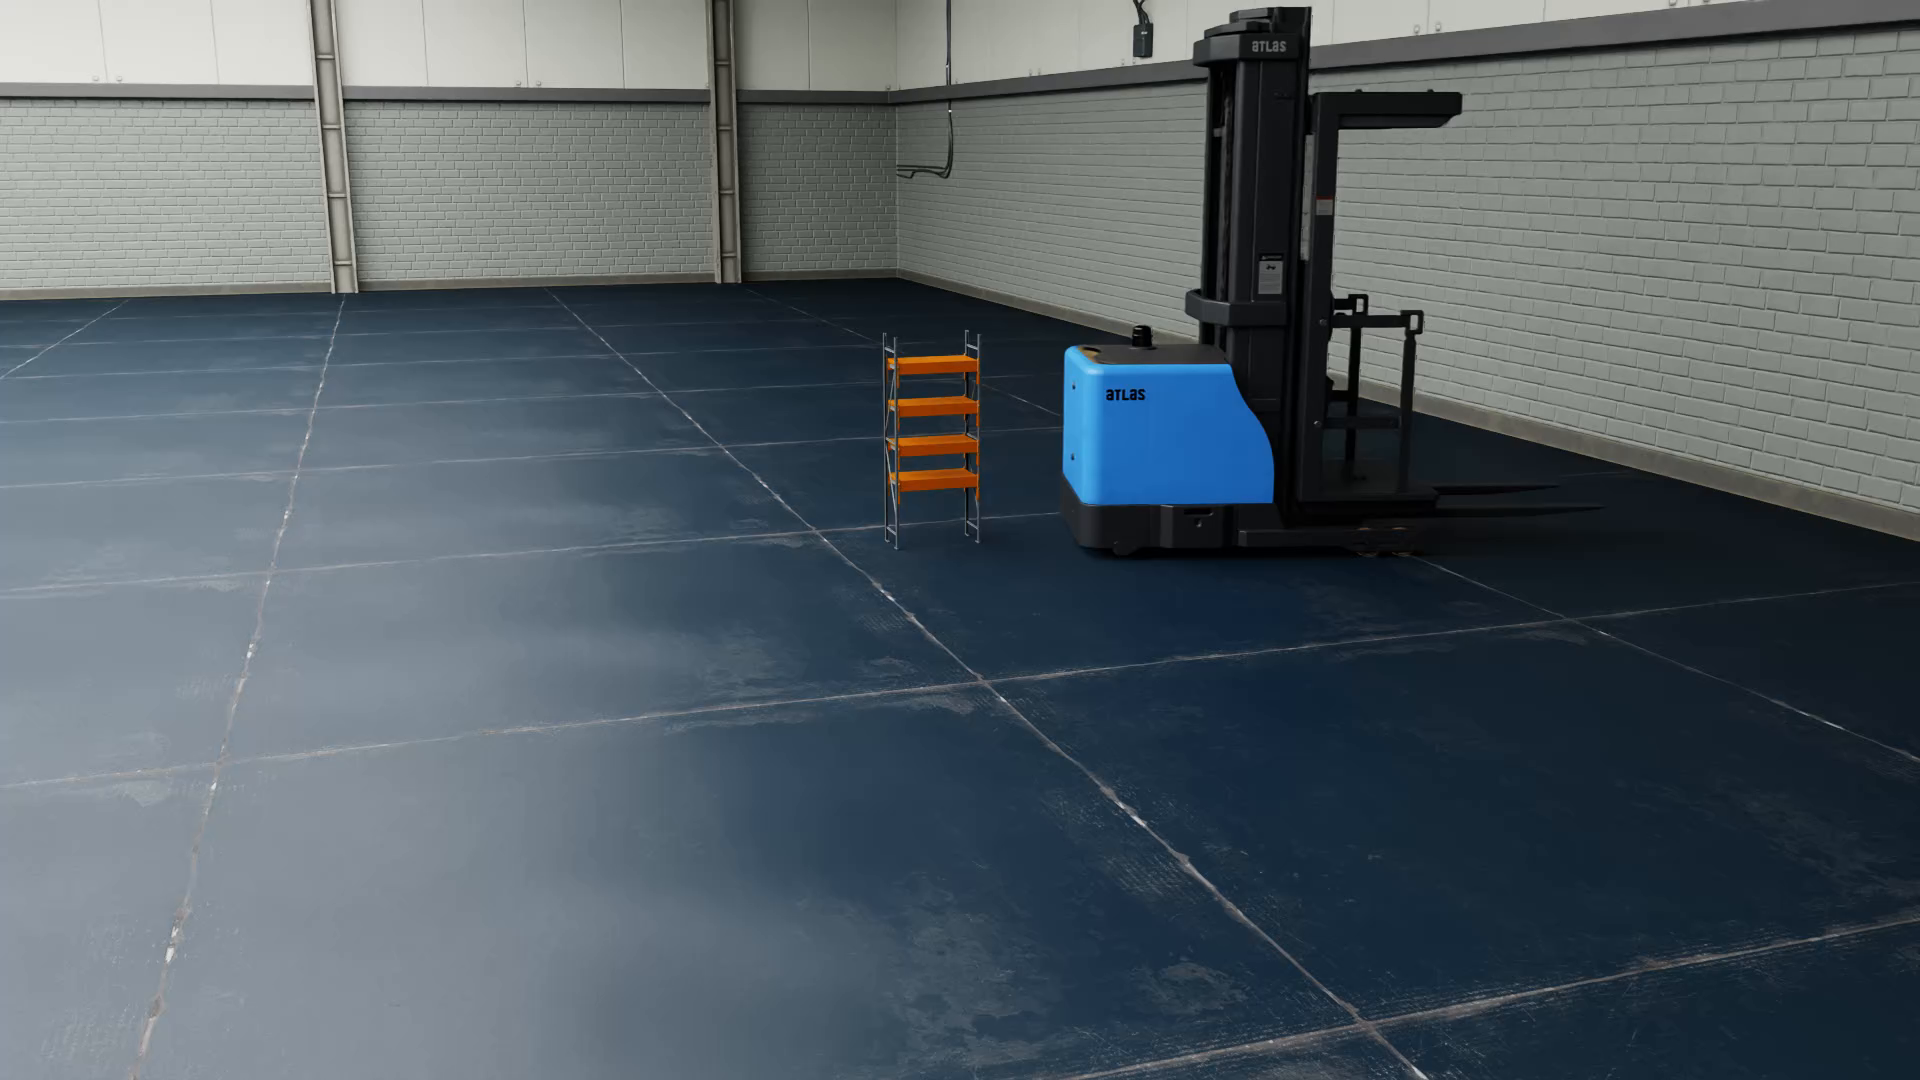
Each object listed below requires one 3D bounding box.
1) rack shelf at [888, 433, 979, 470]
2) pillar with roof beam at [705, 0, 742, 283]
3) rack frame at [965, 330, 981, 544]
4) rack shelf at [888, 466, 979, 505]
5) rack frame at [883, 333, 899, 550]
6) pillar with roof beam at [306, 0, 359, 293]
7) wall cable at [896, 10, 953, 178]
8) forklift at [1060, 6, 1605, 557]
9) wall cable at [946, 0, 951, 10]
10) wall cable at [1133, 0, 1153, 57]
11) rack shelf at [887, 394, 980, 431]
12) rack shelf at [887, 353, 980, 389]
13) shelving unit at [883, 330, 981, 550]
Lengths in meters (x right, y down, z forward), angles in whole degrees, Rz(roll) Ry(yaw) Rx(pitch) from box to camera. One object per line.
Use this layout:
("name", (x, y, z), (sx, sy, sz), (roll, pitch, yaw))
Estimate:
("rack shelf", (-0.157, -0.506, 9.468), (0.480, 0.148, 0.258), (-4, 14, -18))
("pillar with roof beam", (-2.486, -7.726, 22.677), (0.400, 9.000, 9.100), (-4, 14, -18))
("rack frame", (0.074, -0.590, 9.528), (0.015, 1.200, 0.240), (-4, 14, -18))
("rack shelf", (-0.157, -0.313, 9.514), (0.480, 0.148, 0.258), (-4, 14, -18))
("rack frame", (-0.388, -0.553, 9.377), (0.015, 1.200, 0.240), (-4, 14, -18))
("pillar with roof beam", (-8.172, -7.283, 20.815), (0.400, 9.000, 9.100), (-4, 14, -18))
("wall cable", (-0.645, -7.087, 26.700), (0.112, 2.526, 3.097), (-4, 14, -18))
("forklift", (2.144, -1.451, 9.411), (3.031, 2.935, 1.130), (-1, 13, -4))
("wall cable", (0.218, -8.951, 23.622), (0.112, 2.526, 3.097), (-4, 14, -18))
("wall cable", (2.368, -8.169, 17.189), (0.169, 6.003, 2.305), (-4, 14, -18))
("rack shelf", (-0.157, -0.724, 9.416), (0.480, 0.148, 0.258), (-4, 14, -18))
("rack shelf", (-0.157, -0.954, 9.362), (0.480, 0.148, 0.258), (-4, 14, -18))
("shelving unit", (-0.157, -0.572, 9.453), (0.503, 1.200, 0.258), (-4, 14, -18))
